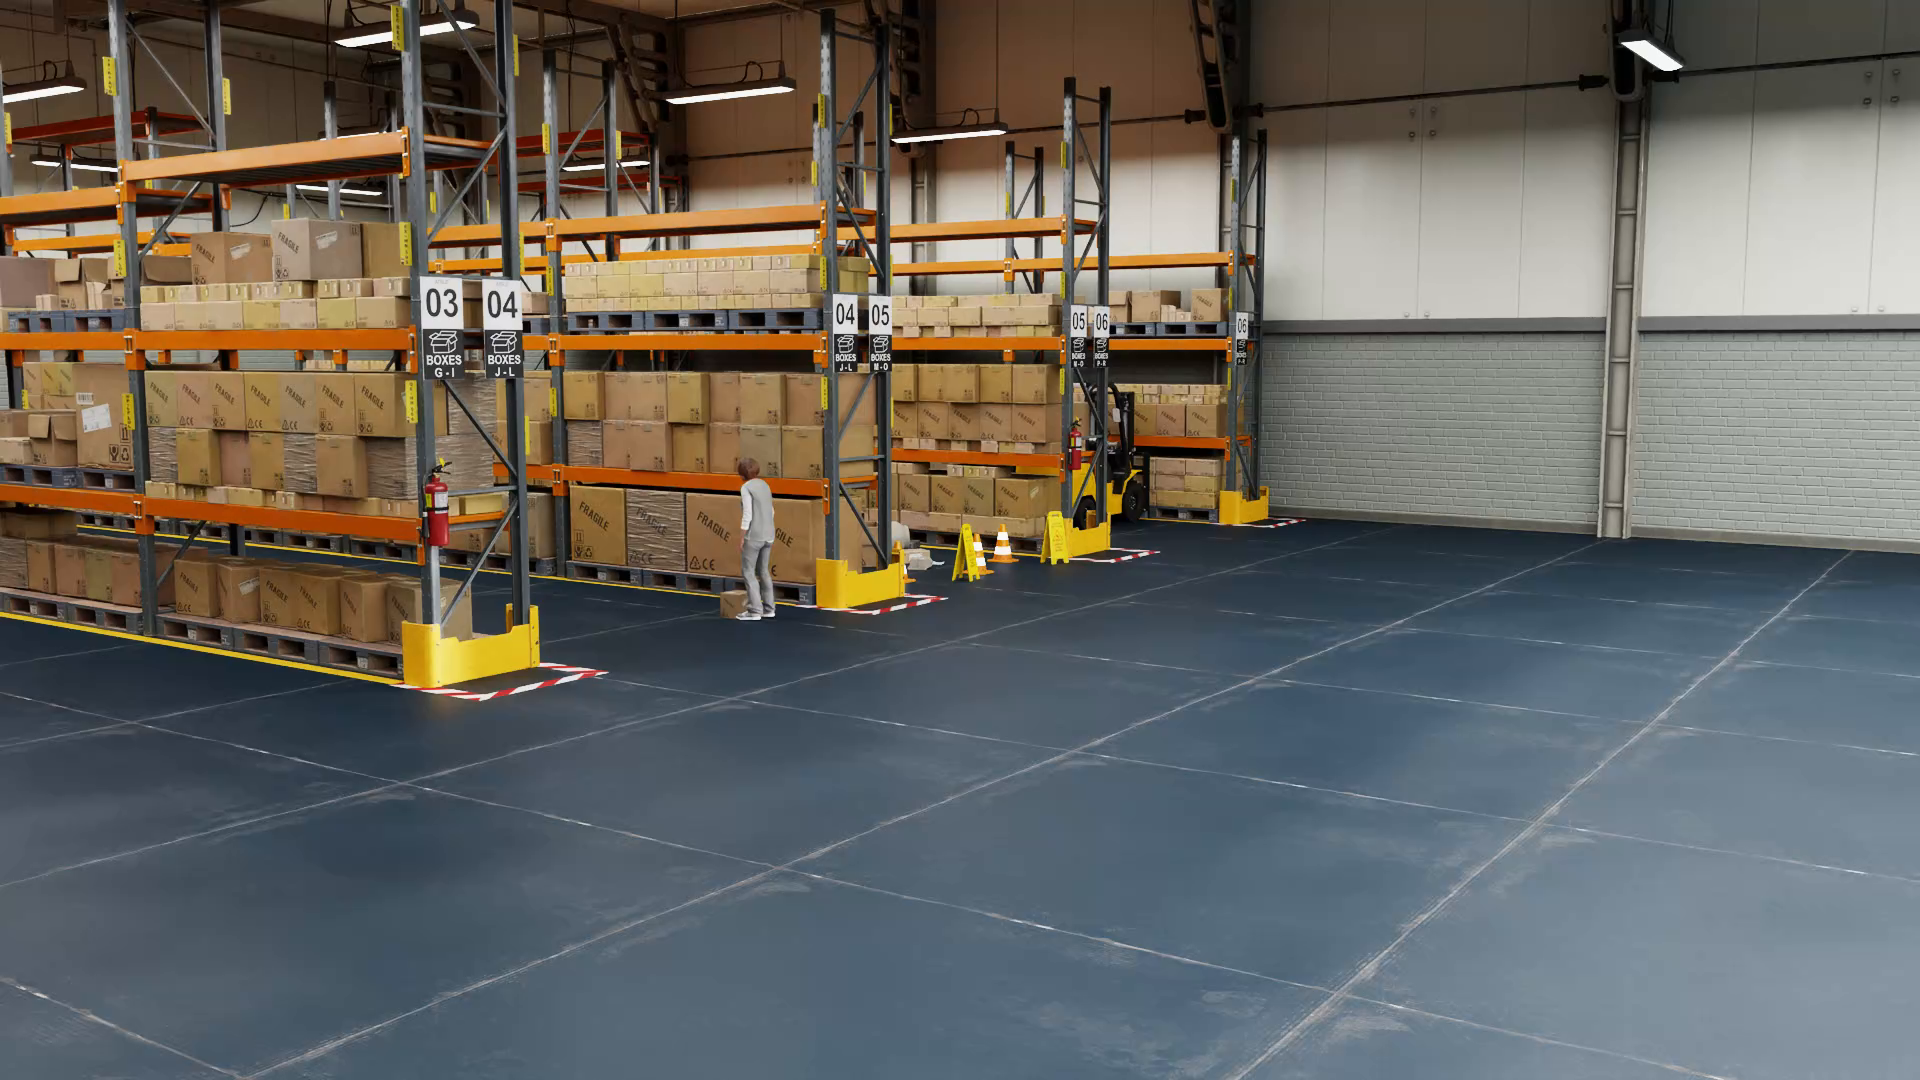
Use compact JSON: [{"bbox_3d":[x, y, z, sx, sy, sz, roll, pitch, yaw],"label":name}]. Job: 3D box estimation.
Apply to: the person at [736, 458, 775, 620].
[{"bbox_3d":[-1.999,-0.011,16.300,0.346,1.591,0.476,4,8,30],"label":"person"}]
